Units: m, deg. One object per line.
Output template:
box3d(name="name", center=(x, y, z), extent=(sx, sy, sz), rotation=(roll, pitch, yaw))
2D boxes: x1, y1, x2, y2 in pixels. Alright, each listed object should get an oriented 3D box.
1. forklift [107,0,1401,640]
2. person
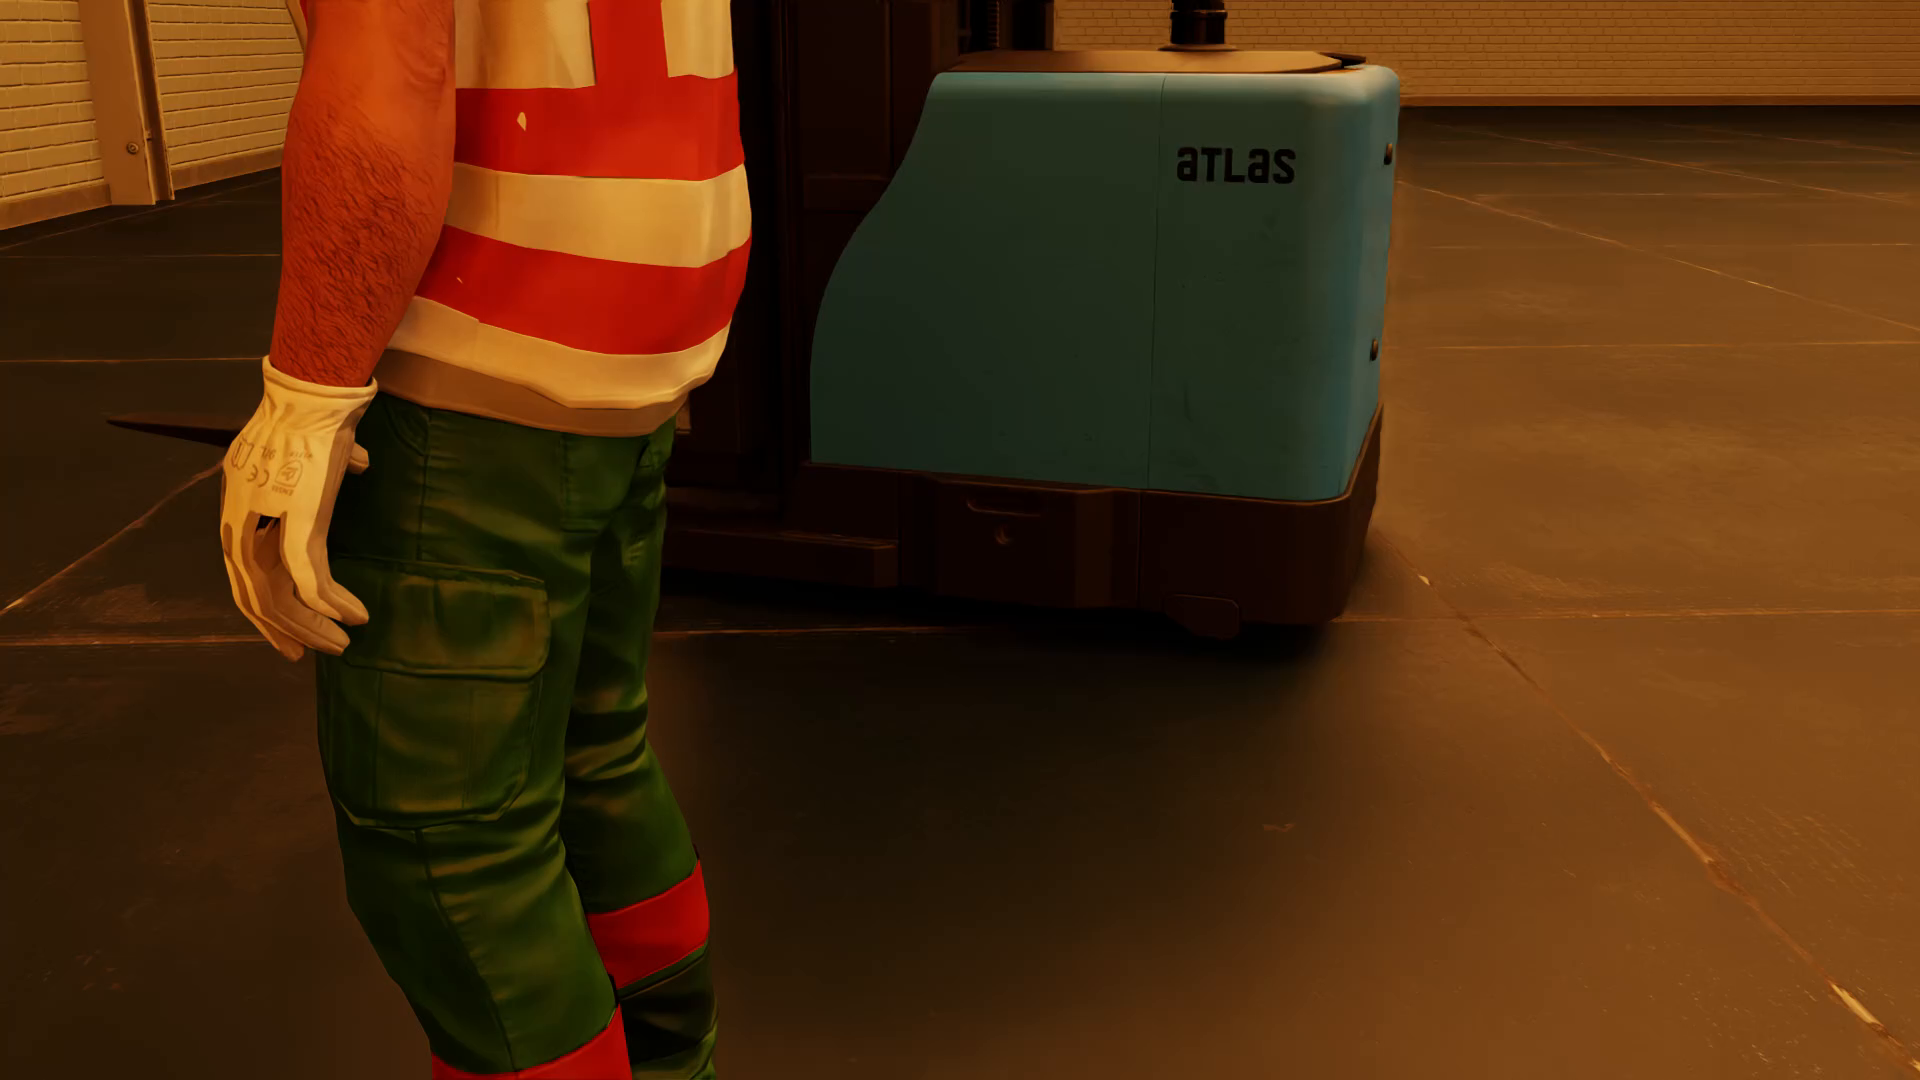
box3d(name="forklift", center=(-0.578, -1.444, 3.627), extent=(3.031, 2.935, 1.130), rotation=(5, 18, 17))
box3d(name="person", center=(-0.396, -0.140, 1.337), extent=(0.445, 1.780, 0.621), rotation=(1, 17, 5))
